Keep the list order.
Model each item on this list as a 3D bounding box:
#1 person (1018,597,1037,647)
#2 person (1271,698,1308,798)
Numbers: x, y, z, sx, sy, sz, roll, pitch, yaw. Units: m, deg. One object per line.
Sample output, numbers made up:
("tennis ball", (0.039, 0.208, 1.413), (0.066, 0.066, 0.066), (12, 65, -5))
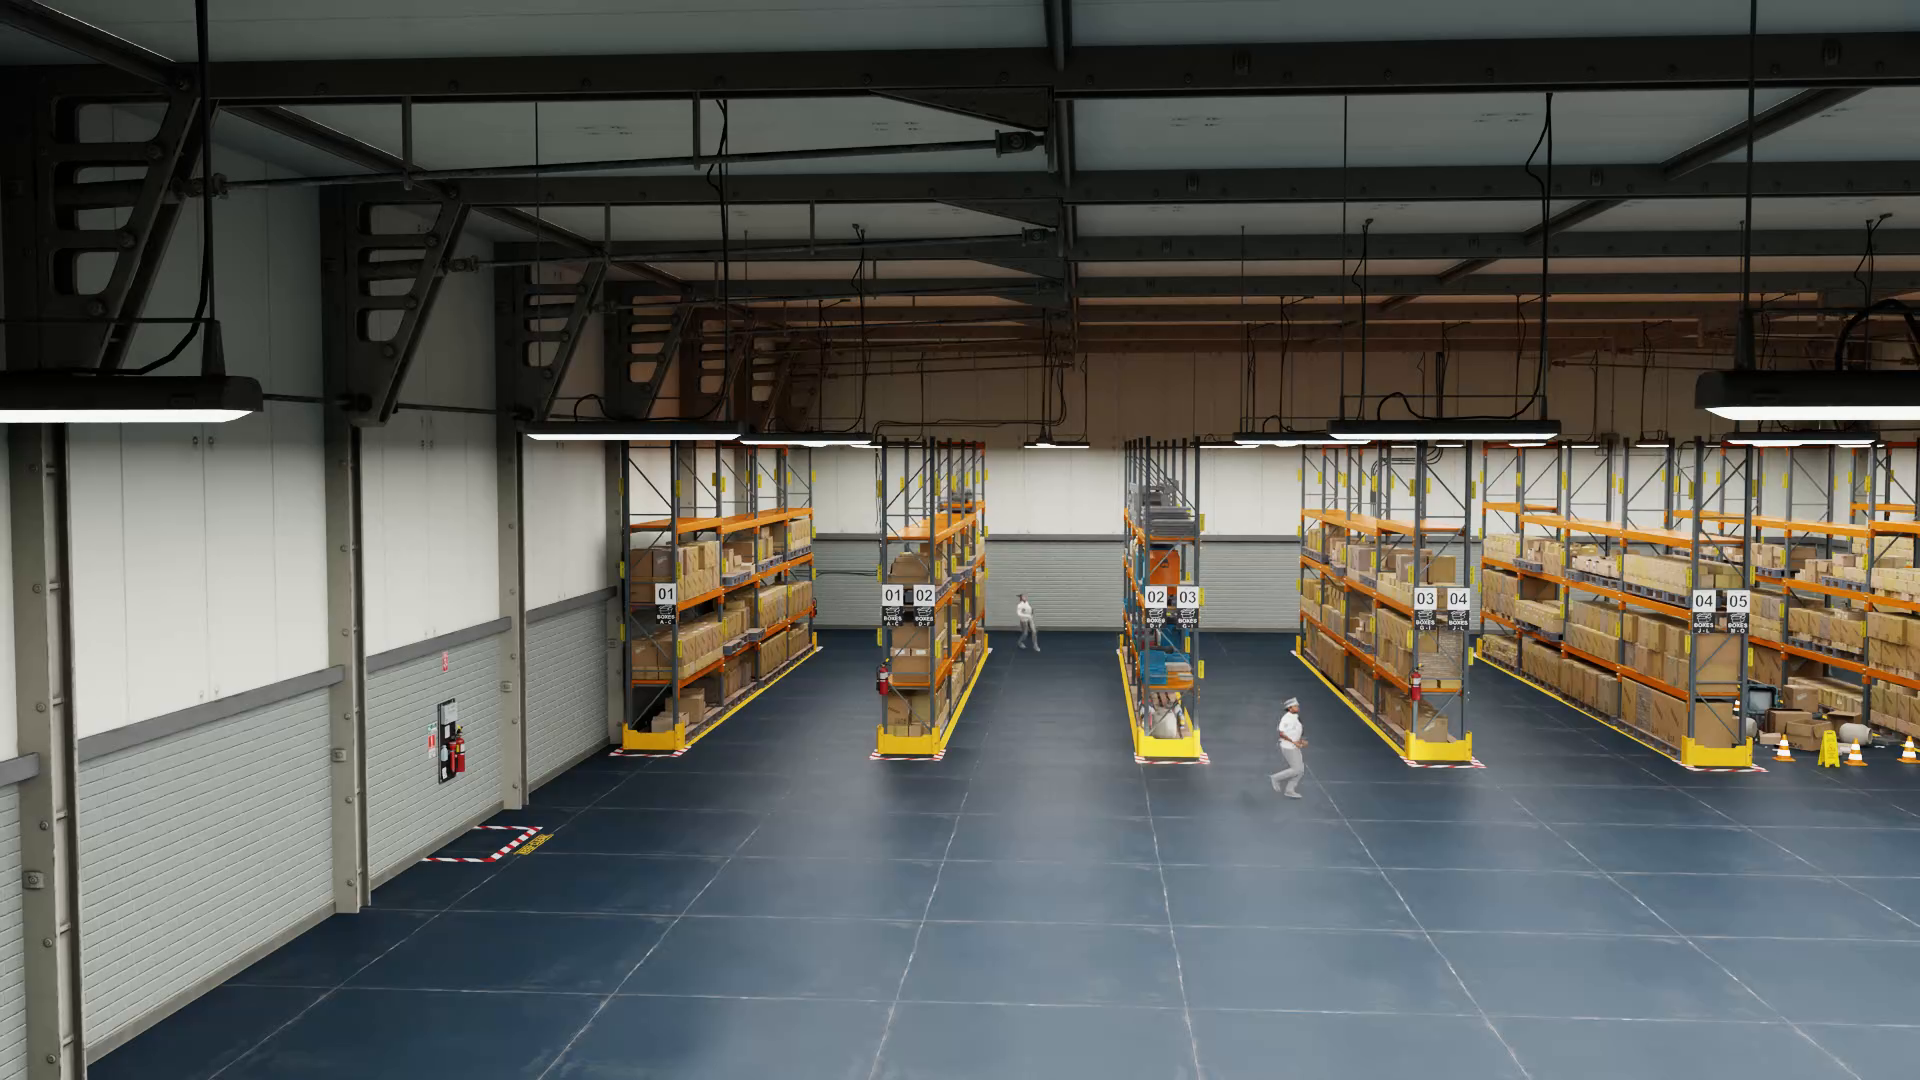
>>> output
("person", (1.855, 2.299, 47.531), (0.426, 1.526, 0.699), (-3, 4, -44))
("person", (5.446, 3.421, 27.506), (0.549, 1.655, 0.564), (2, 3, 28))
